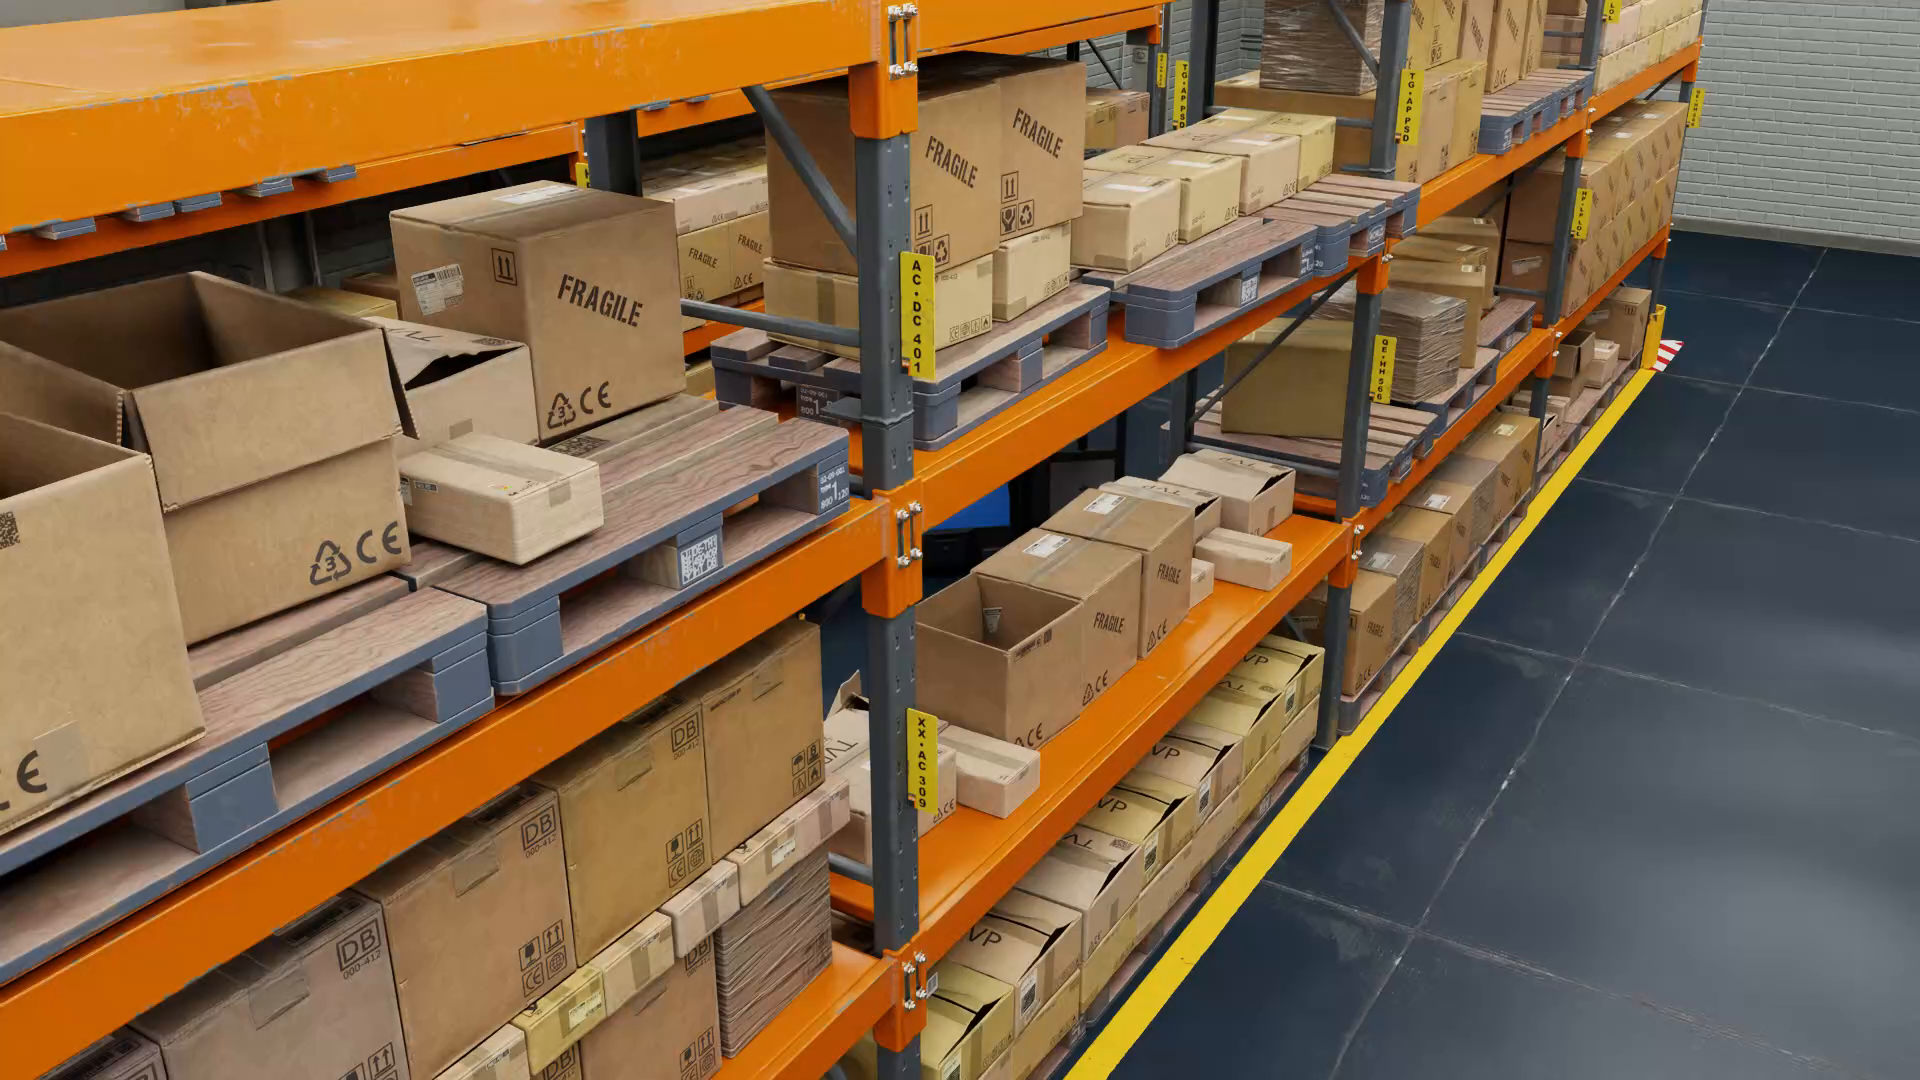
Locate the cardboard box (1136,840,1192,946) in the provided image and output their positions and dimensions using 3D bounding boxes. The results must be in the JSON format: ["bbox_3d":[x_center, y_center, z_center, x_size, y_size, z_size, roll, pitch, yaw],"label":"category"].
[{"bbox_3d":[0.654,1.425,7.115,0.500,0.250,0.500,14,27,30],"label":"cardboard box"}]

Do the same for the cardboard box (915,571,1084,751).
[{"bbox_3d":[0.116,0.480,6.240,0.500,0.500,0.500,16,28,33],"label":"cardboard box"}]

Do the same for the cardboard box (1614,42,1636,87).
[{"bbox_3d":[4.373,-3.329,11.576,0.500,0.250,0.500,14,27,29],"label":"cardboard box"}]

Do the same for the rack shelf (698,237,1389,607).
[{"bbox_3d":[0.475,-0.762,6.364,1.077,0.370,4.000,14,27,29],"label":"rack shelf"}]

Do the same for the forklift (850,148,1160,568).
[{"bbox_3d":[0.682,-1.383,10.756,3.031,2.935,1.130,-4,24,-8],"label":"forklift"}]

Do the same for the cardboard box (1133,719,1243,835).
[{"bbox_3d":[0.925,0.996,7.400,0.500,0.311,0.500,14,27,29],"label":"cardboard box"}]

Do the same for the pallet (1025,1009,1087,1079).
[{"bbox_3d":[-0.225,1.982,6.405,1.003,0.211,1.213,14,27,29],"label":"pallet"}]

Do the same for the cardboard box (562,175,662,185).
[{"bbox_3d":[-2.386,-2.345,11.421,0.500,0.250,0.500,13,27,27],"label":"cardboard box"}]

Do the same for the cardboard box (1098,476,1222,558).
[{"bbox_3d":[0.893,-0.088,7.791,0.500,0.311,0.500,14,27,28],"label":"cardboard box"}]

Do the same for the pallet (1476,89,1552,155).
[{"bbox_3d":[2.691,-2.475,9.652,1.213,0.211,1.003,14,27,29],"label":"pallet"}]

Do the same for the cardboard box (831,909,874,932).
[{"bbox_3d":[-0.341,1.397,6.473,0.500,0.311,0.500,15,27,30],"label":"cardboard box"}]

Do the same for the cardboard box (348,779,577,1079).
[{"bbox_3d":[-1.339,0.809,3.847,0.700,0.500,0.500,14,27,29],"label":"cardboard box"}]

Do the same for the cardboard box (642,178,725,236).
[{"bbox_3d":[-1.940,-2.244,11.188,0.500,0.250,0.500,13,27,28],"label":"cardboard box"}]

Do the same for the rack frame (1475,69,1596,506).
[{"bbox_3d":[3.639,-1.741,11.495,1.000,3.000,0.127,14,27,29],"label":"rack frame"}]

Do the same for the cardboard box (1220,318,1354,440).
[{"bbox_3d":[1.766,-0.865,8.819,0.700,0.500,0.500,5,24,11],"label":"cardboard box"}]

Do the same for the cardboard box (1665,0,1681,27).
[{"bbox_3d":[5.165,-4.064,12.647,0.500,0.250,0.500,14,27,29],"label":"cardboard box"}]

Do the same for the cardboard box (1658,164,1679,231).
[{"bbox_3d":[5.744,-2.928,14.113,0.500,0.500,0.500,15,27,31],"label":"cardboard box"}]

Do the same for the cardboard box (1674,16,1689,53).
[{"bbox_3d":[5.429,-4.003,13.135,0.500,0.250,0.500,14,27,29],"label":"cardboard box"}]

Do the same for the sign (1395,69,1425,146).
[{"bbox_3d":[1.997,-1.922,7.387,0.100,0.325,0.005,14,27,29],"label":"sign"}]

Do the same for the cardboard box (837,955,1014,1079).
[{"bbox_3d":[-0.151,1.684,5.811,0.500,0.311,0.500,14,27,29],"label":"cardboard box"}]

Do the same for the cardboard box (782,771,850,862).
[{"bbox_3d":[-0.542,0.752,4.794,0.380,0.149,0.250,14,27,29],"label":"cardboard box"}]

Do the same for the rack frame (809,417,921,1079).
[{"bbox_3d":[-0.580,0.959,5.258,1.000,3.000,0.127,14,27,29],"label":"rack frame"}]

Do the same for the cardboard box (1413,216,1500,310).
[{"bbox_3d":[3.200,-1.866,11.131,0.700,0.500,0.500,5,24,11],"label":"cardboard box"}]

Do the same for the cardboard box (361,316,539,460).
[{"bbox_3d":[-1.355,-0.336,3.883,0.500,0.311,0.500,12,26,26],"label":"cardboard box"}]

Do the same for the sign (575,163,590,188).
[{"bbox_3d":[-1.047,-0.909,4.752,0.100,0.325,0.005,14,27,29],"label":"sign"}]

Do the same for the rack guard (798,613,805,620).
[{"bbox_3d":[-1.189,0.532,9.706,0.587,0.250,0.087,5,24,12],"label":"rack guard"}]

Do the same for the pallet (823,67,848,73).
[{"bbox_3d":[-1.013,-3.747,12.594,0.805,0.209,1.217,13,26,27],"label":"pallet"}]

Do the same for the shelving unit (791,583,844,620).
[{"bbox_3d":[-1.078,-0.234,9.903,0.587,1.500,1.083,5,24,12],"label":"shelving unit"}]

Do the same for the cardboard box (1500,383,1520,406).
[{"bbox_3d":[4.095,-1.214,13.108,0.500,0.311,0.500,14,27,29],"label":"cardboard box"}]

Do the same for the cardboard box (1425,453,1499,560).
[{"bbox_3d":[3.090,-0.235,10.609,0.500,0.500,0.500,14,27,30],"label":"cardboard box"}]

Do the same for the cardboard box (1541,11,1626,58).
[{"bbox_3d":[4.107,-3.390,11.089,0.500,0.250,0.500,14,27,29],"label":"cardboard box"}]

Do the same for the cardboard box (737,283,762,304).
[{"bbox_3d":[-1.655,-1.824,11.979,0.380,0.149,0.250,14,27,30],"label":"cardboard box"}]

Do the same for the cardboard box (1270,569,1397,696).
[{"bbox_3d":[2.012,0.461,9.002,0.500,0.500,0.500,15,28,31],"label":"cardboard box"}]

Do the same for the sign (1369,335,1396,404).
[{"bbox_3d":[2.003,-0.807,7.881,0.100,0.325,0.005,14,27,29],"label":"sign"}]

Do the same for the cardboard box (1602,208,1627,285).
[{"bbox_3d":[4.673,-2.243,12.531,0.500,0.500,0.500,14,27,29],"label":"cardboard box"}]

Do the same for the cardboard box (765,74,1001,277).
[{"bbox_3d":[-0.222,-1.085,4.921,0.500,0.500,0.500,14,27,30],"label":"cardboard box"}]

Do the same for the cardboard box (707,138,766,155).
[{"bbox_3d":[-1.565,-2.864,12.622,0.500,0.250,0.500,13,27,27],"label":"cardboard box"}]

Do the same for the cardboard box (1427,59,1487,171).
[{"bbox_3d":[2.274,-2.315,8.920,0.910,0.500,0.500,14,27,29],"label":"cardboard box"}]

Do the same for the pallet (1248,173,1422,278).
[{"bbox_3d":[1.247,-1.433,7.246,1.213,0.211,1.003,15,28,31],"label":"pallet"}]

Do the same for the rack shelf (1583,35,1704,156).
[{"bbox_3d":[4.694,-3.462,12.602,1.077,0.370,4.000,14,27,29],"label":"rack shelf"}]

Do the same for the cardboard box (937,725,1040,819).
[{"bbox_3d":[0.061,0.818,5.900,0.380,0.149,0.250,14,27,29],"label":"cardboard box"}]

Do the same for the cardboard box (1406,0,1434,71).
[{"bbox_3d":[2.034,-2.590,8.297,0.500,0.500,0.500,14,27,29],"label":"cardboard box"}]

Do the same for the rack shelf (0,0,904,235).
[{"bbox_3d":[-1.635,-0.605,2.729,1.077,0.370,4.000,14,27,29],"label":"rack shelf"}]

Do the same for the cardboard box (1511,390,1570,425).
[{"bbox_3d":[4.492,-1.033,12.873,0.380,0.166,0.250,14,27,29],"label":"cardboard box"}]

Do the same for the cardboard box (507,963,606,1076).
[{"bbox_3d":[-1.080,1.096,4.001,0.380,0.149,0.250,14,27,29],"label":"cardboard box"}]

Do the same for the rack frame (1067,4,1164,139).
[{"bbox_3d":[1.539,-4.128,17.009,1.000,3.000,0.127,14,27,29],"label":"rack frame"}]

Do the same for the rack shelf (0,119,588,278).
[{"bbox_3d":[-3.736,-1.799,8.760,1.077,0.370,4.000,14,27,29],"label":"rack shelf"}]

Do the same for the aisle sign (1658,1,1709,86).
[{"bbox_3d":[6.046,-4.243,14.002,0.394,0.787,0.004,14,27,29],"label":"aisle sign"}]

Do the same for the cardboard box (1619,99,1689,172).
[{"bbox_3d":[5.748,-3.388,13.915,0.500,0.500,0.500,14,27,29],"label":"cardboard box"}]

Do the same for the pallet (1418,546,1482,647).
[{"bbox_3d":[2.600,0.235,10.442,1.003,0.211,1.213,14,27,29],"label":"pallet"}]

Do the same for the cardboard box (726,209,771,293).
[{"bbox_3d":[-1.660,-2.071,11.734,0.500,0.500,0.500,14,27,29],"label":"cardboard box"}]

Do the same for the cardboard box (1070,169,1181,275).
[{"bbox_3d":[0.480,-1.174,6.070,0.500,0.250,0.500,11,26,25],"label":"cardboard box"}]

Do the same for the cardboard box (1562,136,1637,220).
[{"bbox_3d":[4.670,-2.693,12.311,0.500,0.500,0.500,13,27,27],"label":"cardboard box"}]

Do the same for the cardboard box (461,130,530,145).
[{"bbox_3d":[-2.831,-2.473,9.498,0.500,0.311,0.500,14,27,29],"label":"cardboard box"}]

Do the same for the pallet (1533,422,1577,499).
[{"bbox_3d":[4.003,-0.693,12.584,1.003,0.211,1.213,14,27,29],"label":"pallet"}]
